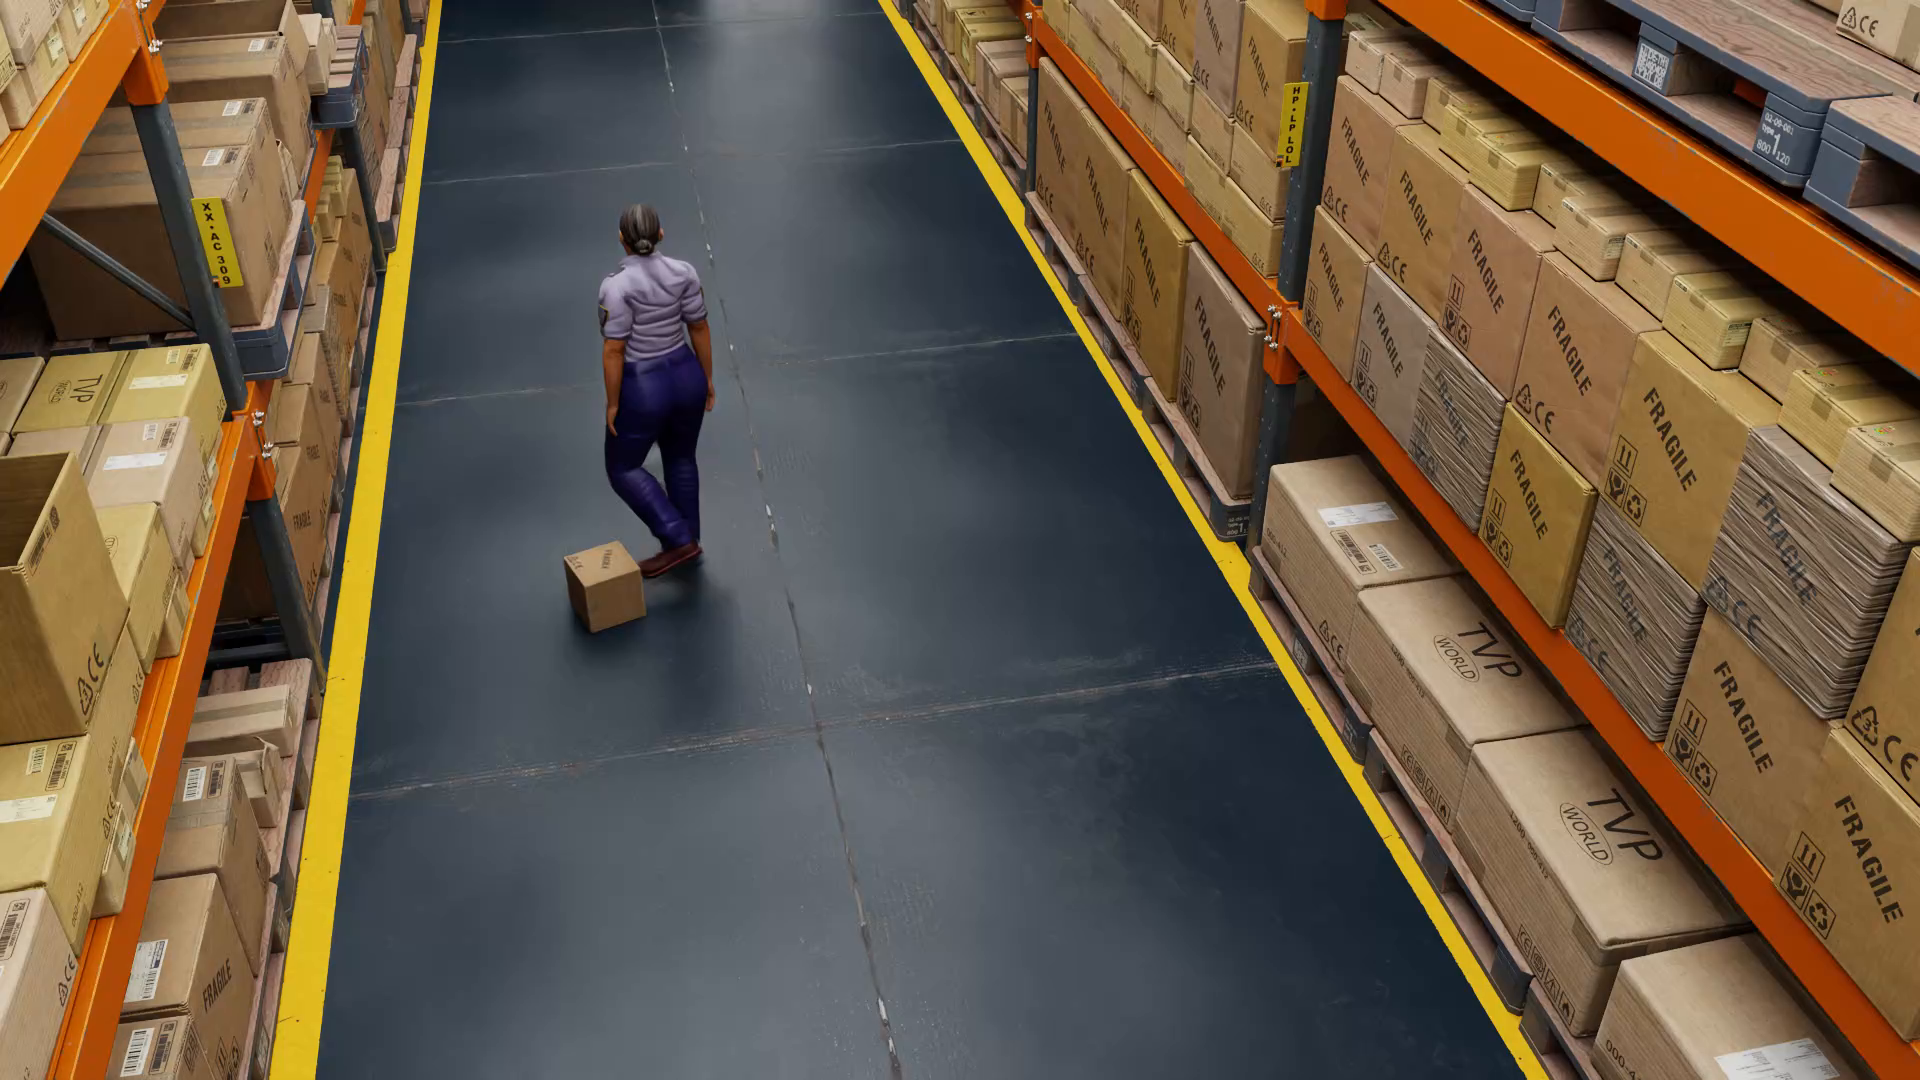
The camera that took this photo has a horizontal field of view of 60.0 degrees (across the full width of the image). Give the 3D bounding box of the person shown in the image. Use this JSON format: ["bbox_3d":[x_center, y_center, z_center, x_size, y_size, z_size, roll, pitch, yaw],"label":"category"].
[{"bbox_3d":[-1.253,-0.594,7.022,0.561,1.642,0.540,-26,42,-33],"label":"person"}]
